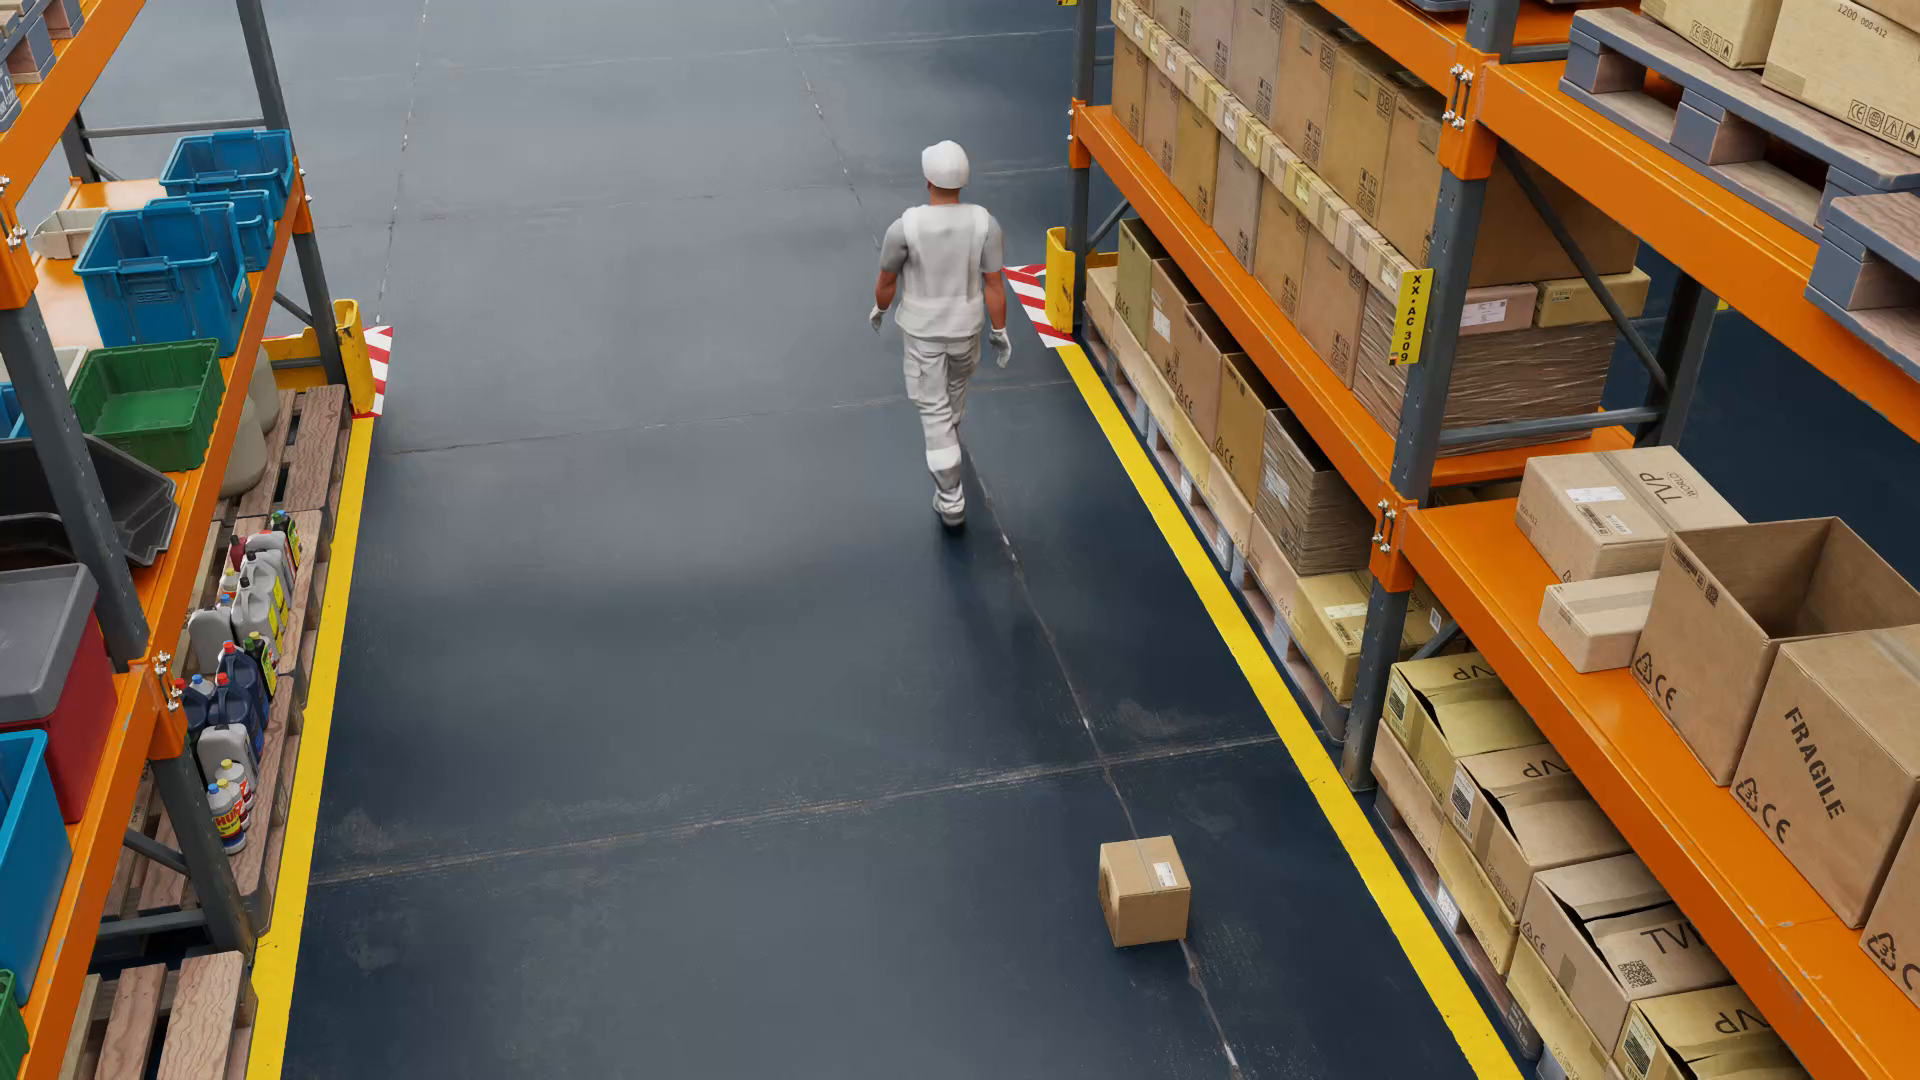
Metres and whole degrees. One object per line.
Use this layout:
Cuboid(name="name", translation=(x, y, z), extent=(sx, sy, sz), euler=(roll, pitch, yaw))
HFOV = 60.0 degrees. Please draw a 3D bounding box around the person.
Cuboid(name="person", translation=(-0.107, -1.035, 7.636), extent=(0.587, 1.734, 1.020), euler=(-8, 35, -11))
